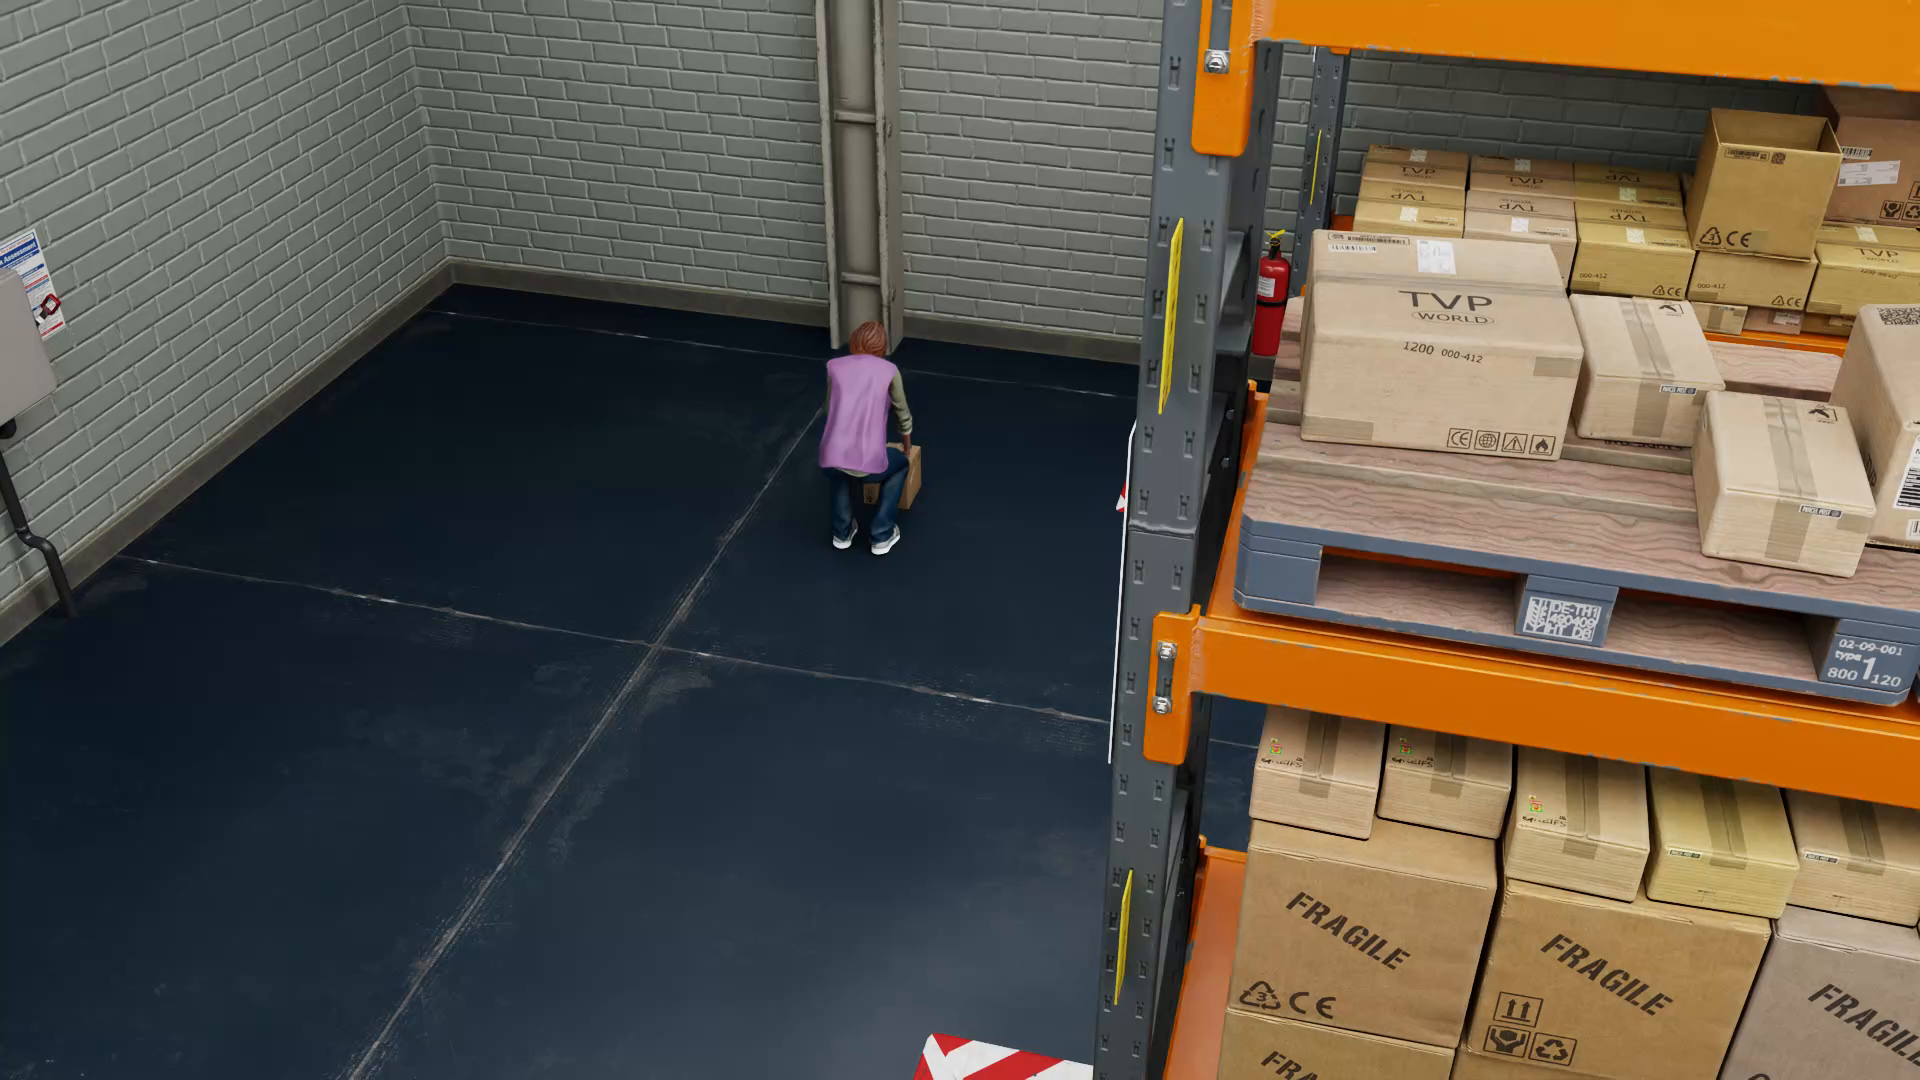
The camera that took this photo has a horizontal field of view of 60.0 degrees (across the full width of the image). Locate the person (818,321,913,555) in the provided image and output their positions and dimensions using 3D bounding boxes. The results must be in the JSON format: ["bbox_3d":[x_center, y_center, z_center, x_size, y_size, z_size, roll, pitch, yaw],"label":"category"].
[{"bbox_3d":[-0.500,-0.479,8.371,0.460,1.061,0.754,8,34,12],"label":"person"}]
